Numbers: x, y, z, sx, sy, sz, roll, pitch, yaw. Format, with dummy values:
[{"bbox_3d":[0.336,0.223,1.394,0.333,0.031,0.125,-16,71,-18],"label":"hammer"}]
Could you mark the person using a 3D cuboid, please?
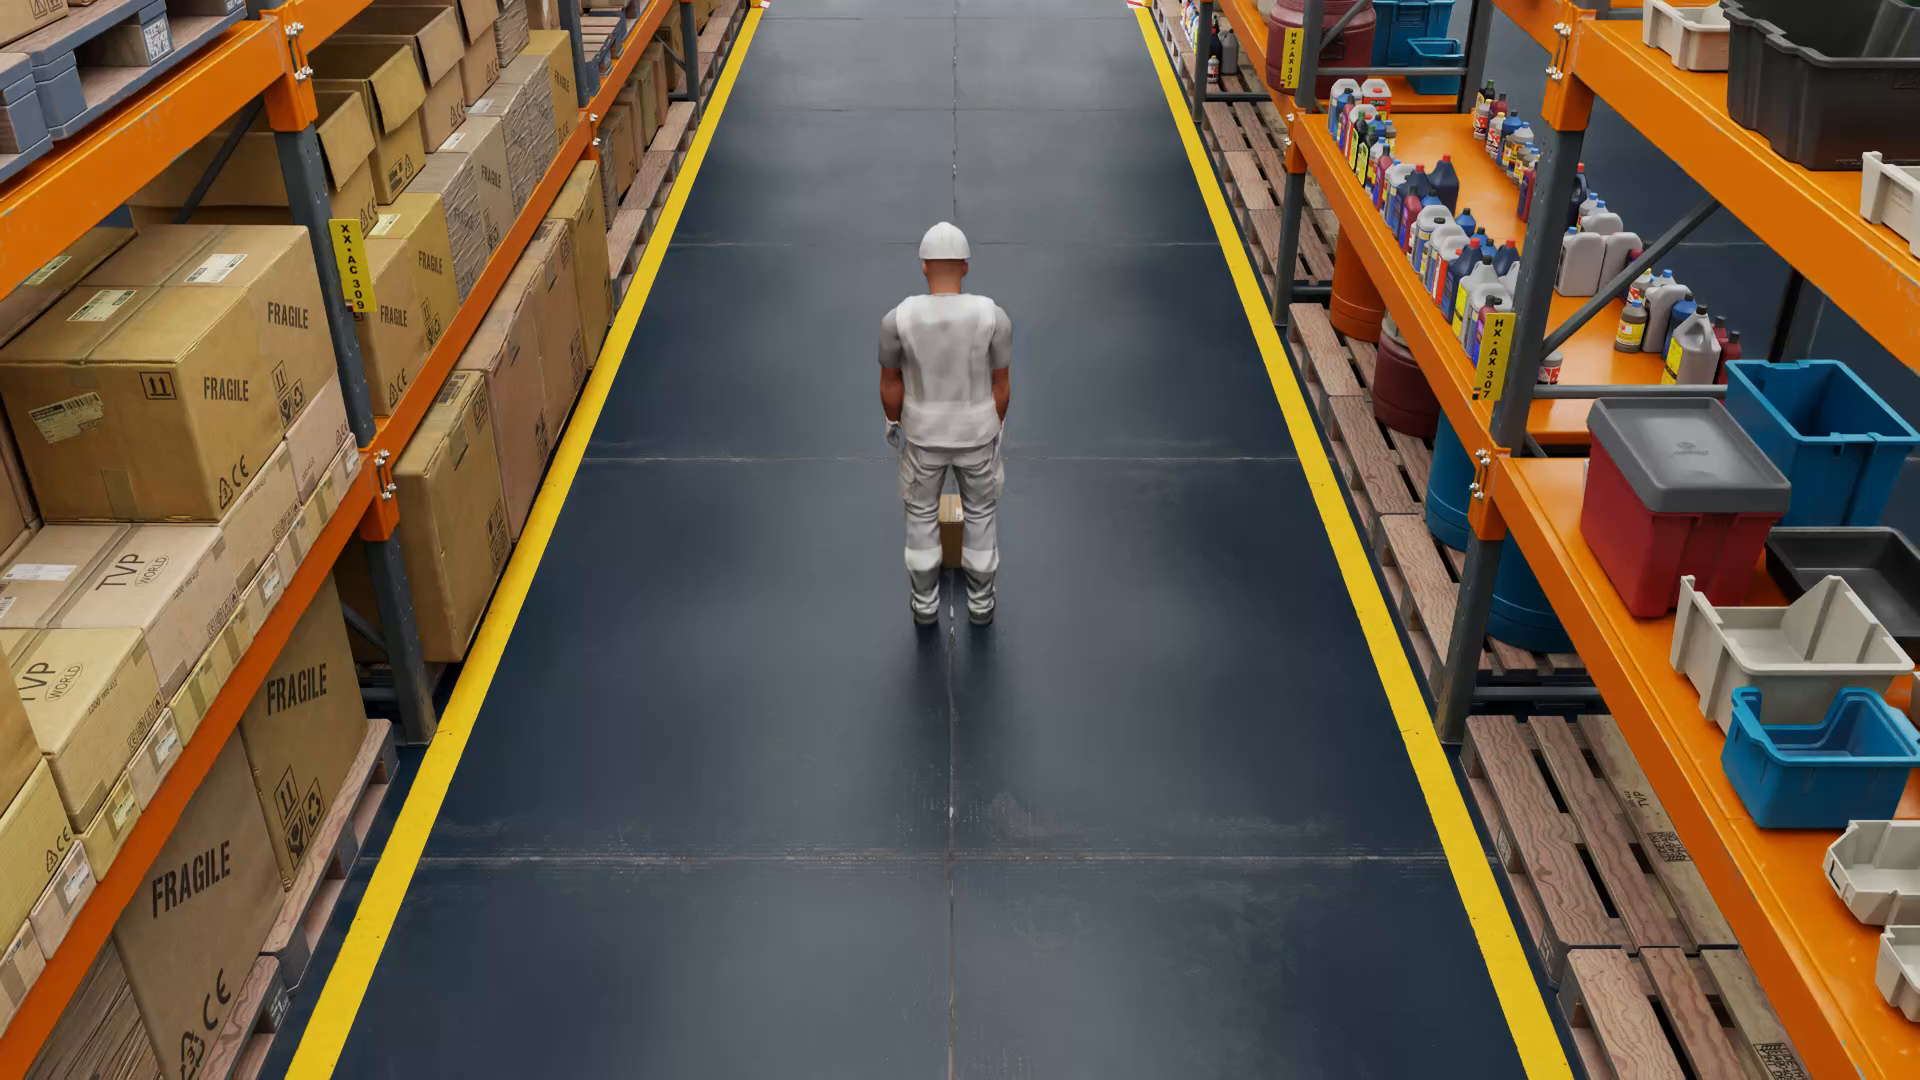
[{"bbox_3d":[-0.059,-0.448,6.870,0.533,1.767,0.388,0,31,1],"label":"person"}]
